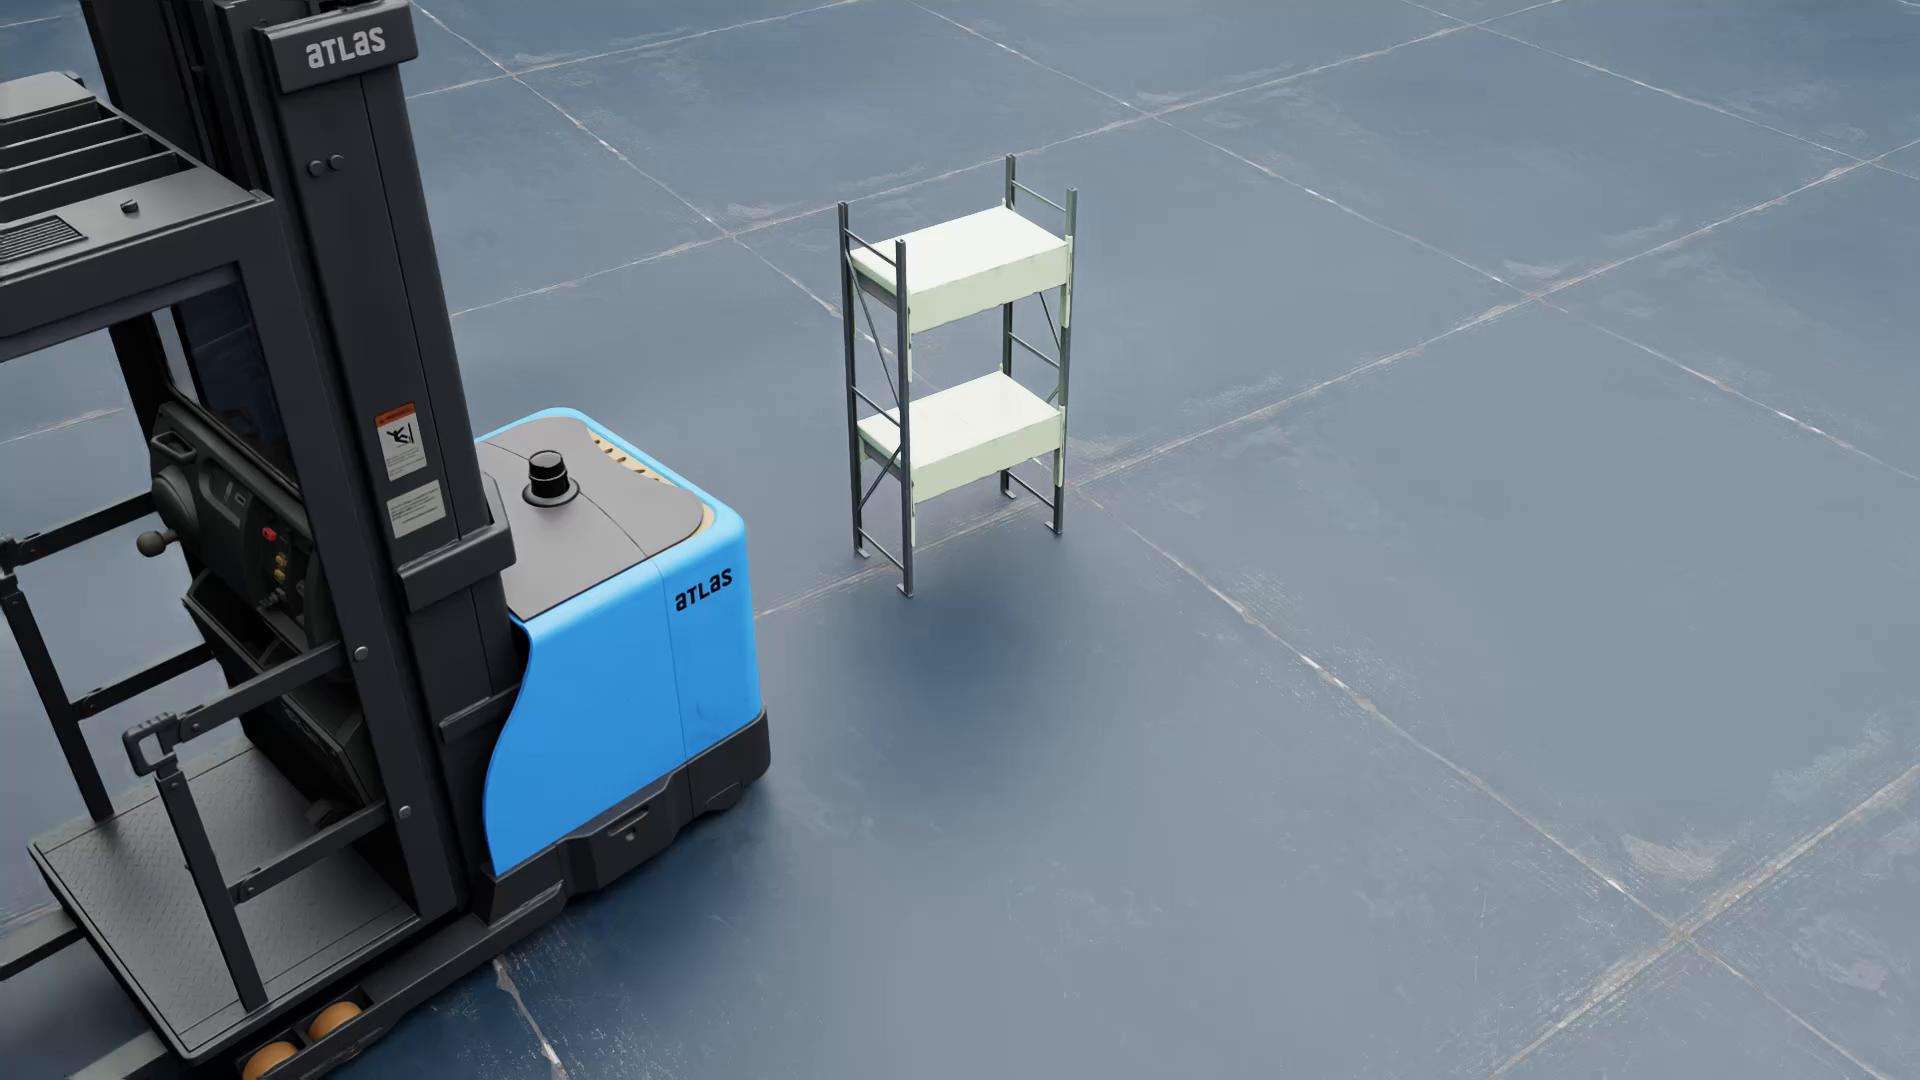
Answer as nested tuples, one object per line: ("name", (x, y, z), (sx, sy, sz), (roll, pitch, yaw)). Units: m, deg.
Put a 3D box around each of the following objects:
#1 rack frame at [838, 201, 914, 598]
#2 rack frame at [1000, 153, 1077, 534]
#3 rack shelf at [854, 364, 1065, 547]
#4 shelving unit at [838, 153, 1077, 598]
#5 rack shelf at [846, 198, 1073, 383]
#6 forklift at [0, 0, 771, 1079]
("rack frame", (-0.305, -0.484, 6.138), (0.023, 1.500, 0.400), (-22, 41, -28))
("rack frame", (0.294, -0.730, 6.480), (0.023, 1.500, 0.400), (-22, 41, -28))
("rack shelf", (-0.005, -0.342, 6.499), (0.720, 0.370, 0.431), (-22, 41, -28))
("shelving unit", (-0.005, -0.607, 6.309), (0.755, 1.500, 0.431), (-22, 41, -28))
("rack shelf", (-0.005, -0.923, 6.081), (0.720, 0.370, 0.431), (-22, 41, -28))
("forklift", (-2.034, 0.021, 4.210), (3.031, 2.935, 1.130), (-30, 45, -35))
